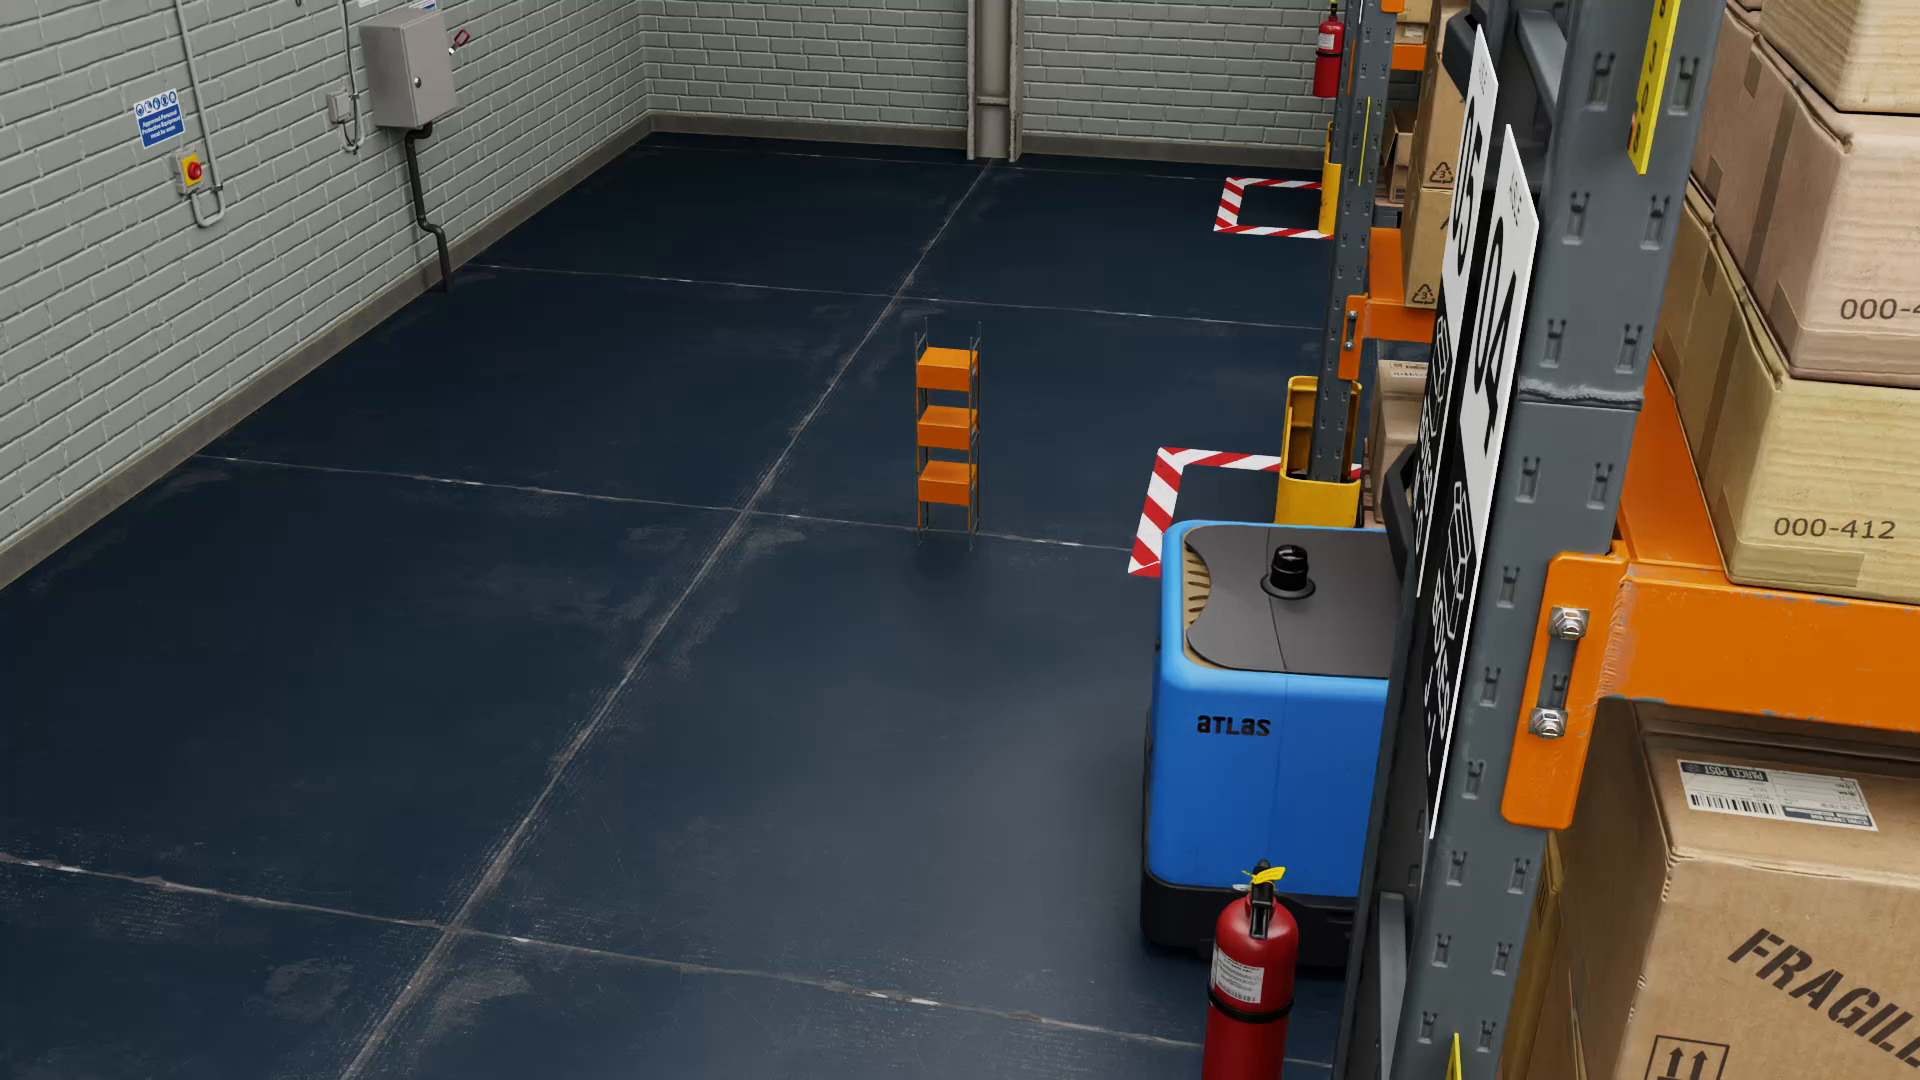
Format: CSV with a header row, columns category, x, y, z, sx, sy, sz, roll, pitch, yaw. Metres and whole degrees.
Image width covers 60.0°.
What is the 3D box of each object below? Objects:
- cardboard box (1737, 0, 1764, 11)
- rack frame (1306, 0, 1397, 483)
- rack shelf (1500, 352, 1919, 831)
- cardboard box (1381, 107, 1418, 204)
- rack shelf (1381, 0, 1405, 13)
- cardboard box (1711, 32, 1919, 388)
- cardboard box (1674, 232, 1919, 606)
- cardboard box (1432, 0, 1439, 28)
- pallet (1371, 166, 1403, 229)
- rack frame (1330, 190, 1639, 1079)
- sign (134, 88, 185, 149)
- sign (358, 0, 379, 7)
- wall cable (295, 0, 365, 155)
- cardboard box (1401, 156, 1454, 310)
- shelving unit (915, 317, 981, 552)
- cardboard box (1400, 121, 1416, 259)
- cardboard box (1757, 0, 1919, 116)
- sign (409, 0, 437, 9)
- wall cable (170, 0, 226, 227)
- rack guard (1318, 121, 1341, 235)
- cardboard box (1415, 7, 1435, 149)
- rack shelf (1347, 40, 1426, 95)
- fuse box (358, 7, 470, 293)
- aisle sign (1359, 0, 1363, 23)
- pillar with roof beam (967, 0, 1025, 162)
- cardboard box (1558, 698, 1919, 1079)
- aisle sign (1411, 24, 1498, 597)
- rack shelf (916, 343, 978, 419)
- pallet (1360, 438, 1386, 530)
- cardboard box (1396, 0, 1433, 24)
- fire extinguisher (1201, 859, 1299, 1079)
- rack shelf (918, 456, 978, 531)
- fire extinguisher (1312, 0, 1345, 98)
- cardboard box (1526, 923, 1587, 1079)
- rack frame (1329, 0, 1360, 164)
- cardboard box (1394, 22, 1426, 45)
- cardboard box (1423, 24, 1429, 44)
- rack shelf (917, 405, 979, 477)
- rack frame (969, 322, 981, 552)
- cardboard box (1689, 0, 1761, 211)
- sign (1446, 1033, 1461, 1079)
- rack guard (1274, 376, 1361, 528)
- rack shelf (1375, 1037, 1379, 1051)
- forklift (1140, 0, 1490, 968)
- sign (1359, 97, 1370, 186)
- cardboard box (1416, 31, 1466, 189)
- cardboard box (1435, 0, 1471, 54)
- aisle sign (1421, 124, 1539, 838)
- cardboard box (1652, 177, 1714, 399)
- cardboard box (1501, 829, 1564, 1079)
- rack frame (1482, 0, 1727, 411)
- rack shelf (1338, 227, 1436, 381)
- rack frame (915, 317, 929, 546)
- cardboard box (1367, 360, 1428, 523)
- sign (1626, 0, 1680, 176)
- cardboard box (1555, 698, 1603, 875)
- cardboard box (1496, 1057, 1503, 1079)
category,x,y,z,sx,sy,sz,roll,pitch,yaw
cardboard box,1.146,-0.810,2.202,0.250,0.149,0.380,6,29,10
rack frame,1.695,-1.396,7.176,0.127,3.000,1.000,6,29,11
rack shelf,2.716,0.139,1.997,4.000,0.370,1.077,6,29,11
cardboard box,3.306,-2.711,11.740,0.637,0.503,0.797,5,29,9
rack shelf,3.651,-2.195,6.262,4.000,0.370,1.077,6,29,11
cardboard box,1.145,-0.363,1.802,0.500,0.250,0.500,6,29,11
cardboard box,1.146,-0.146,1.925,0.500,0.250,0.500,7,29,12
cardboard box,2.088,-2.221,6.862,0.250,0.149,0.380,6,29,11
pallet,3.582,-2.417,11.945,1.213,0.211,1.003,6,29,11
rack frame,0.760,0.939,2.911,0.127,3.000,1.000,6,29,11
sign,-3.894,-2.052,8.093,0.001,0.218,0.327,6,29,11
sign,-3.457,-3.279,9.756,0.001,0.242,0.339,6,29,11
wall cable,-3.540,-3.063,9.163,0.122,1.984,0.588,6,29,11
cardboard box,2.104,-1.257,6.818,0.500,0.500,0.500,6,29,10
shelving unit,-0.052,-0.466,7.508,0.252,1.050,0.215,6,29,11
cardboard box,2.222,-1.515,7.290,0.500,0.500,0.500,6,29,11
cardboard box,1.029,-0.566,1.756,0.250,0.149,0.380,6,29,10
sign,-3.343,-3.133,10.448,0.001,0.494,0.329,6,29,11
wall cable,-3.825,-2.410,7.937,0.123,1.953,0.585,6,29,11
rack guard,2.802,-2.623,12.021,0.348,0.500,1.175,6,29,11
cardboard box,2.216,-1.942,7.028,0.500,0.500,0.500,7,29,12
rack shelf,4.684,-3.211,11.241,4.000,0.370,1.077,6,29,11
fuse box,-3.243,-2.357,10.273,0.414,1.711,0.539,6,29,11
aisle sign,1.564,-2.407,6.316,0.004,0.787,0.394,6,29,11
pillar with roof beam,-0.620,-5.031,7.568,0.400,9.000,9.100,6,29,11
cardboard box,1.143,0.496,2.266,0.500,0.500,0.500,6,29,10
aisle sign,0.751,-0.349,2.558,0.004,0.787,0.394,6,29,11
rack shelf,-0.052,-0.705,7.377,0.240,0.259,0.215,6,29,11
pallet,2.493,-0.129,7.766,1.213,0.211,1.003,6,29,11
cardboard box,3.115,-3.620,11.085,0.500,0.250,0.500,6,29,11
fire extinguisher,0.610,0.895,3.461,0.183,0.674,0.296,6,29,11
rack shelf,-0.052,-0.213,7.646,0.240,0.259,0.215,6,29,11
fire extinguisher,2.487,-3.327,11.173,0.183,0.674,0.296,6,29,11
cardboard box,1.141,0.940,2.496,0.500,0.500,0.500,7,30,13
rack frame,2.728,-3.727,11.434,0.127,3.000,1.000,6,29,11
cardboard box,2.992,-3.455,11.199,0.250,0.149,0.380,6,29,10
cardboard box,3.250,-3.451,11.192,0.250,0.149,0.380,7,29,12
rack shelf,-0.052,-0.457,7.513,0.240,0.259,0.215,6,29,11
rack frame,0.067,-0.454,7.485,0.008,1.050,0.200,6,29,11
cardboard box,1.263,-0.603,2.241,0.500,0.250,0.500,5,29,9
sign,0.647,0.814,2.238,0.005,0.325,0.100,6,29,11
rack guard,1.671,-0.302,7.780,0.348,0.500,1.175,6,29,11
rack shelf,2.716,1.455,2.717,4.000,0.370,1.077,6,29,11
forklift,2.131,-0.113,4.905,3.031,2.935,1.130,3,29,6
sign,1.573,-1.550,6.474,0.005,0.325,0.100,6,29,11
cardboard box,2.105,-1.696,6.579,0.500,0.500,0.500,5,29,9
cardboard box,1.984,-1.997,6.453,0.250,0.149,0.380,6,29,12
aisle sign,0.626,-0.068,2.043,0.004,0.787,0.394,6,29,11
cardboard box,1.260,-0.389,2.370,0.500,0.250,0.500,5,29,9
cardboard box,1.253,0.689,2.954,0.500,0.500,0.500,6,29,12
rack frame,0.760,-1.692,1.470,0.127,3.000,1.000,6,29,11
rack shelf,3.651,-0.880,6.982,4.000,0.370,1.077,6,29,11
rack frame,-0.172,-0.478,7.530,0.008,1.050,0.200,6,29,11
cardboard box,2.361,-0.437,7.655,0.875,0.438,0.875,5,29,9
sign,0.647,-0.505,1.515,0.005,0.325,0.100,6,29,11
cardboard box,1.259,0.255,2.705,0.500,0.500,0.500,5,29,10
cardboard box,1.138,0.949,3.154,0.250,0.149,0.380,6,29,11
